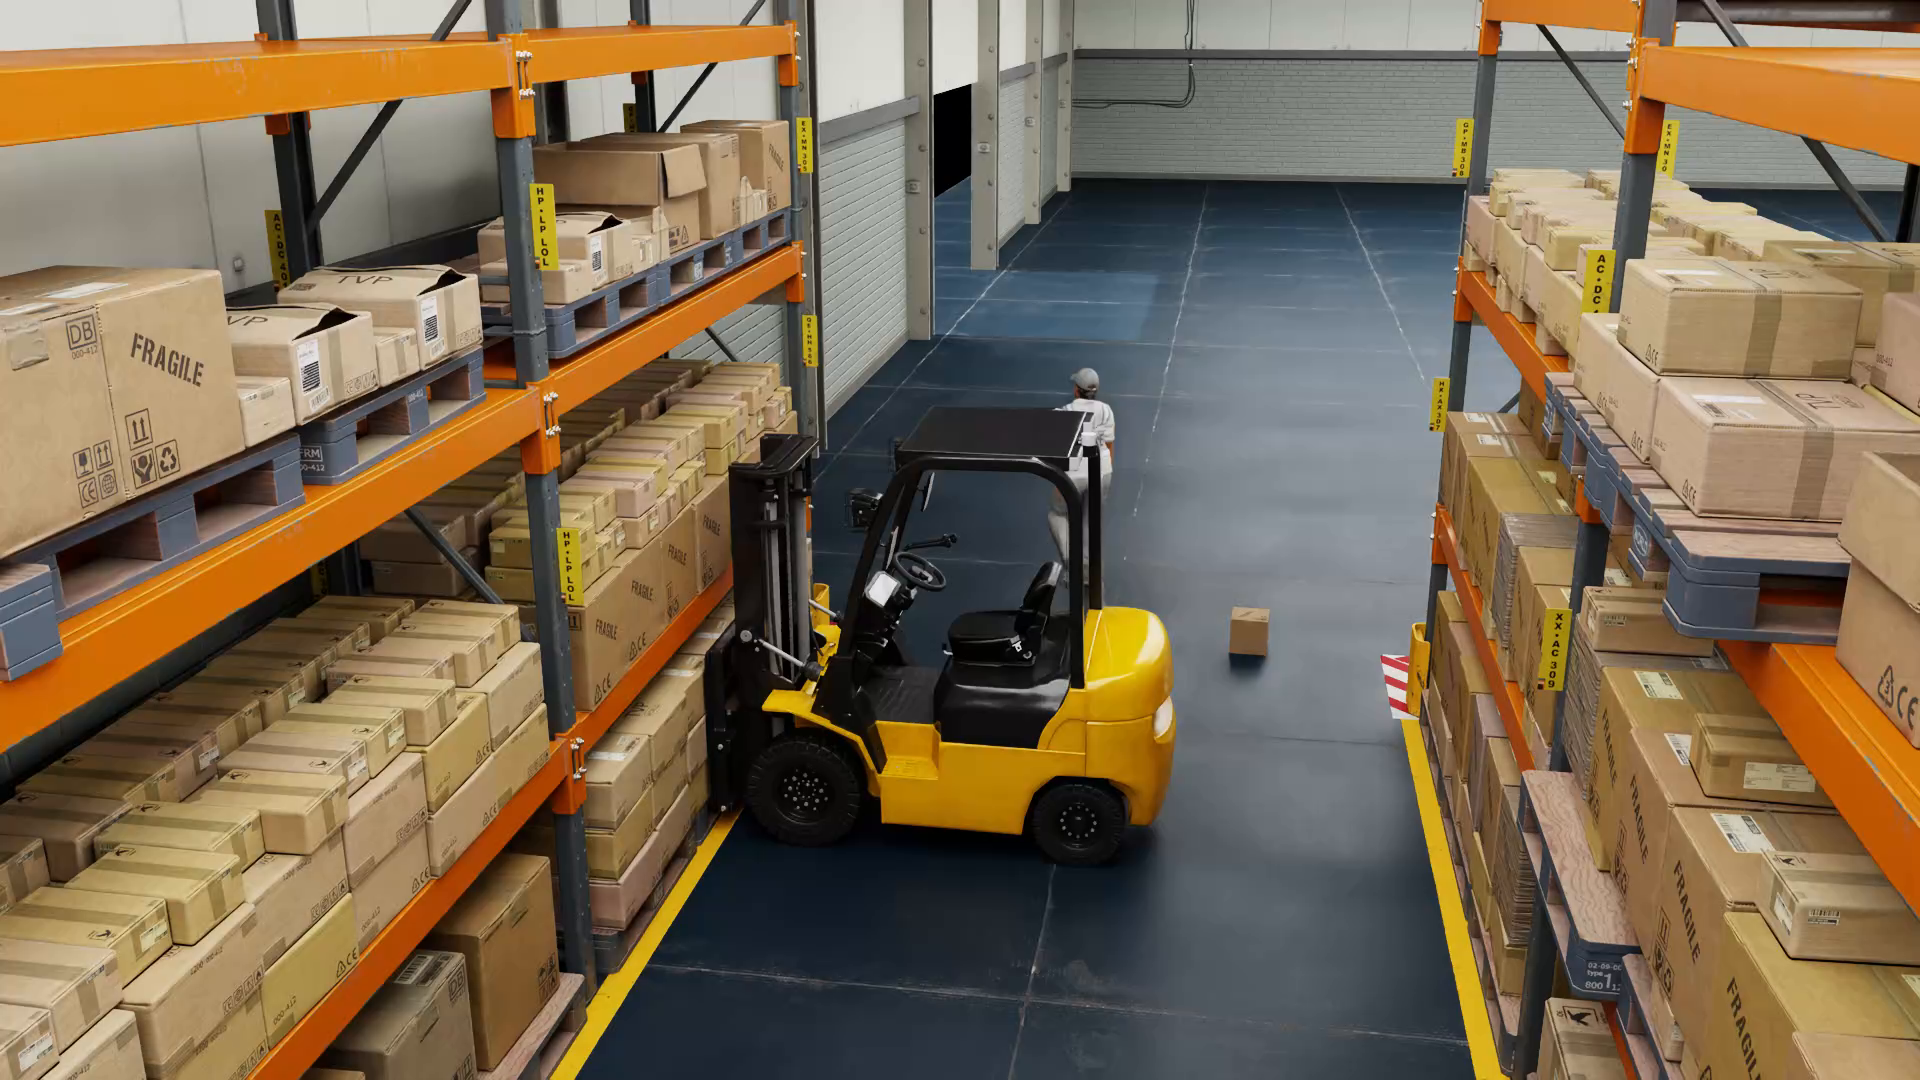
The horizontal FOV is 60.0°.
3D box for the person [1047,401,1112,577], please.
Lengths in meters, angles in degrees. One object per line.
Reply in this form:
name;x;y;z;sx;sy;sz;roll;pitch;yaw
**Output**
person;0.909;-0.391;12.456;0.452;1.357;0.437;-4;18;-11
